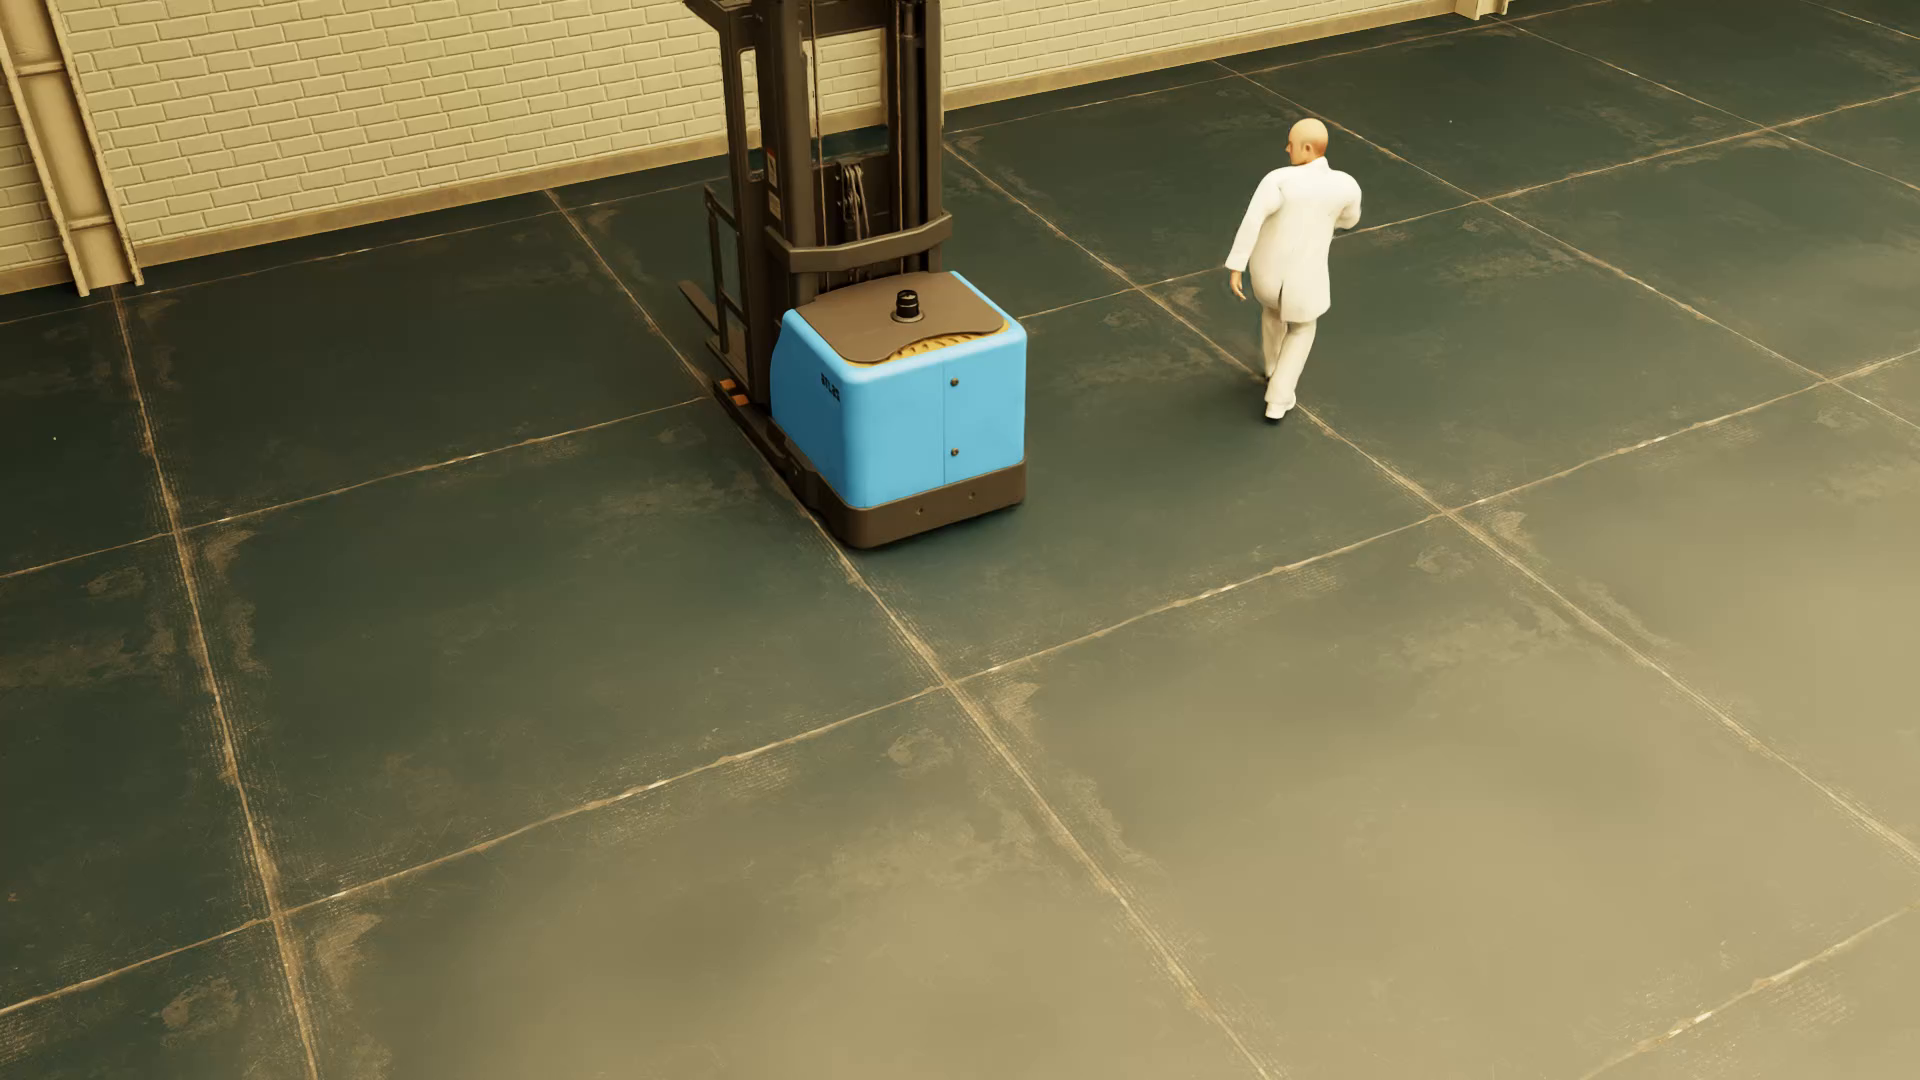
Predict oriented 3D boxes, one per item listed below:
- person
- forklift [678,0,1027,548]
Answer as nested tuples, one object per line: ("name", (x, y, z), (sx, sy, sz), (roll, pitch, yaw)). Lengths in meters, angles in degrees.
("person", (1.863, -1.505, 9.370), (0.655, 1.784, 0.888), (10, 36, 14))
("forklift", (-0.790, -1.986, 8.932), (1.130, 2.935, 3.031), (-17, 39, -23))
